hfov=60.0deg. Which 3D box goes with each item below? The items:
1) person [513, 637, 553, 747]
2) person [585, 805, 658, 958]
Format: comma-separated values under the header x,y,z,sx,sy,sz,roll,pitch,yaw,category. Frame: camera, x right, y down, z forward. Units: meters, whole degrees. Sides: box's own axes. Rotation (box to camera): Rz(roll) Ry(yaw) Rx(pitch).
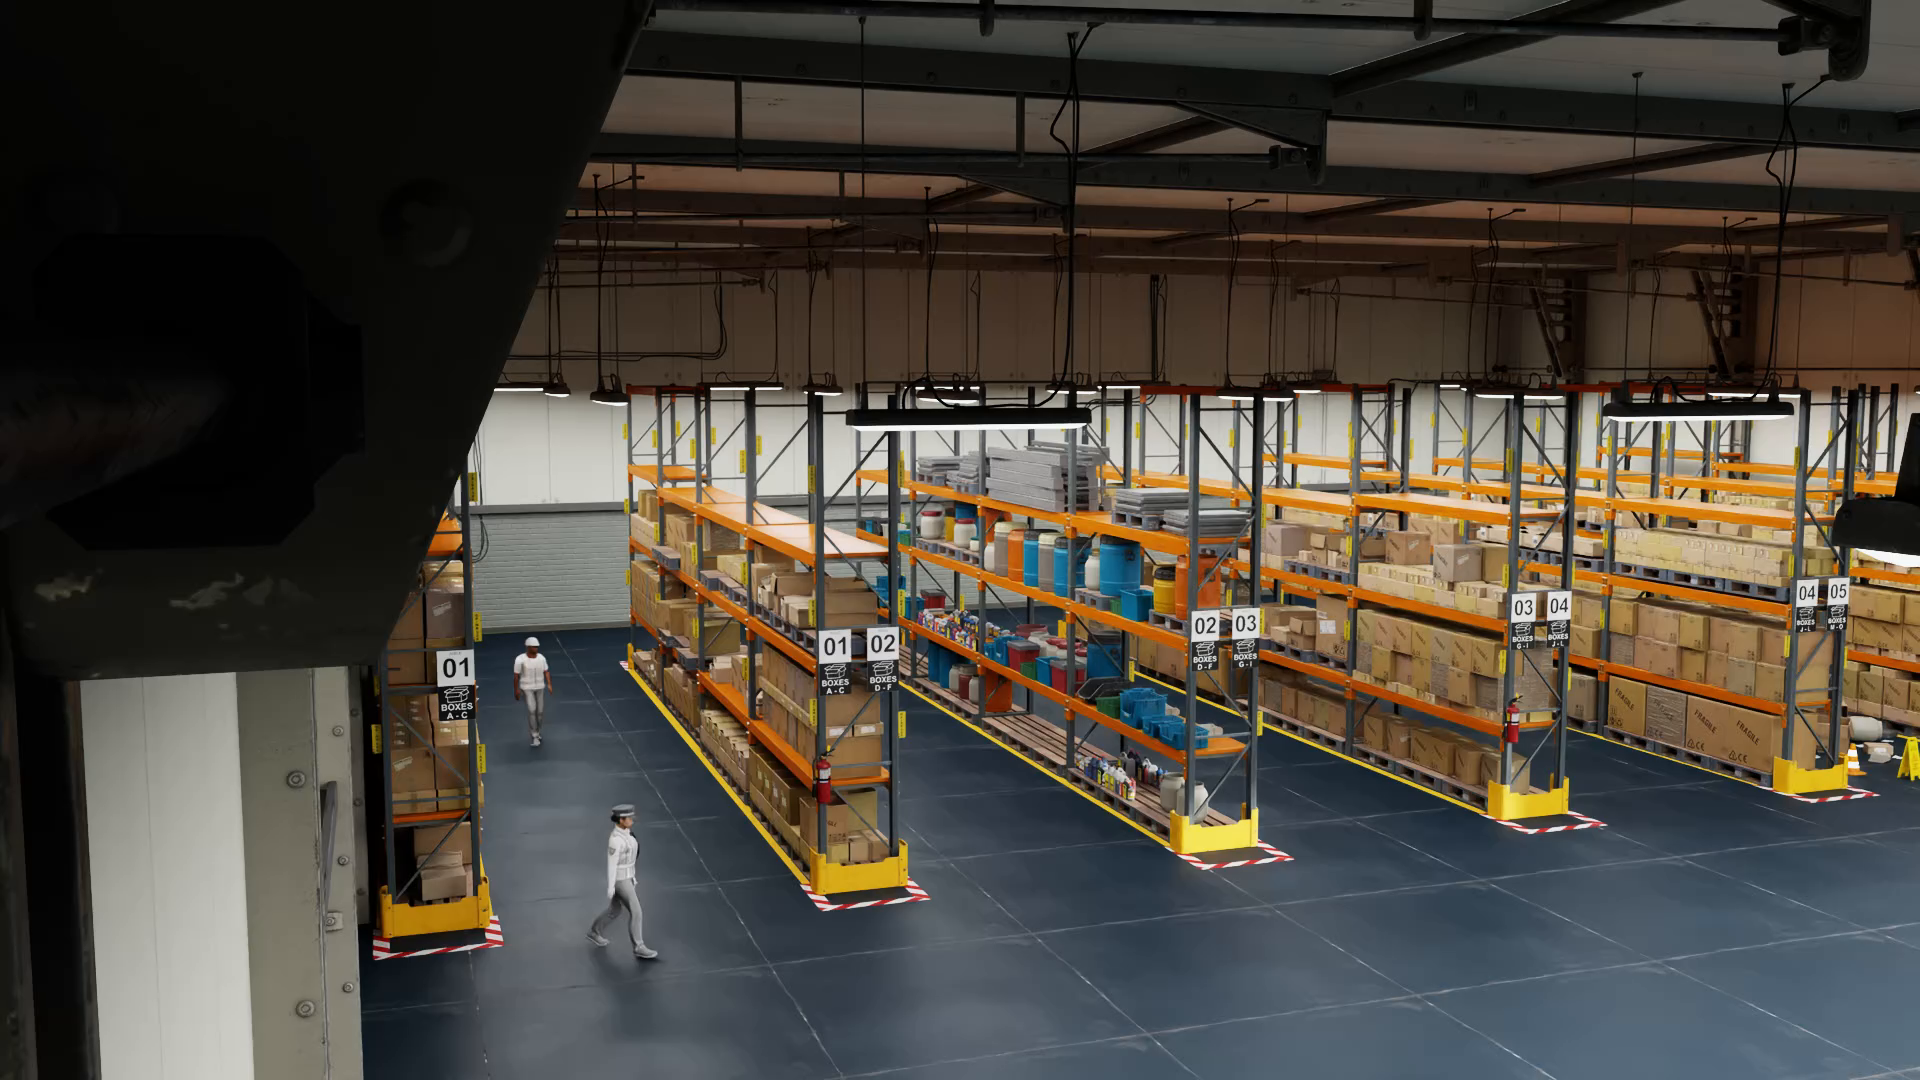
x,y,z,sx,sy,sz,roll,pitch,yaw,category
-7.170,2.558,28.171,0.593,1.782,0.688,-5,8,-40,person
-3.680,3.661,18.003,0.855,1.624,0.489,0,6,0,person
